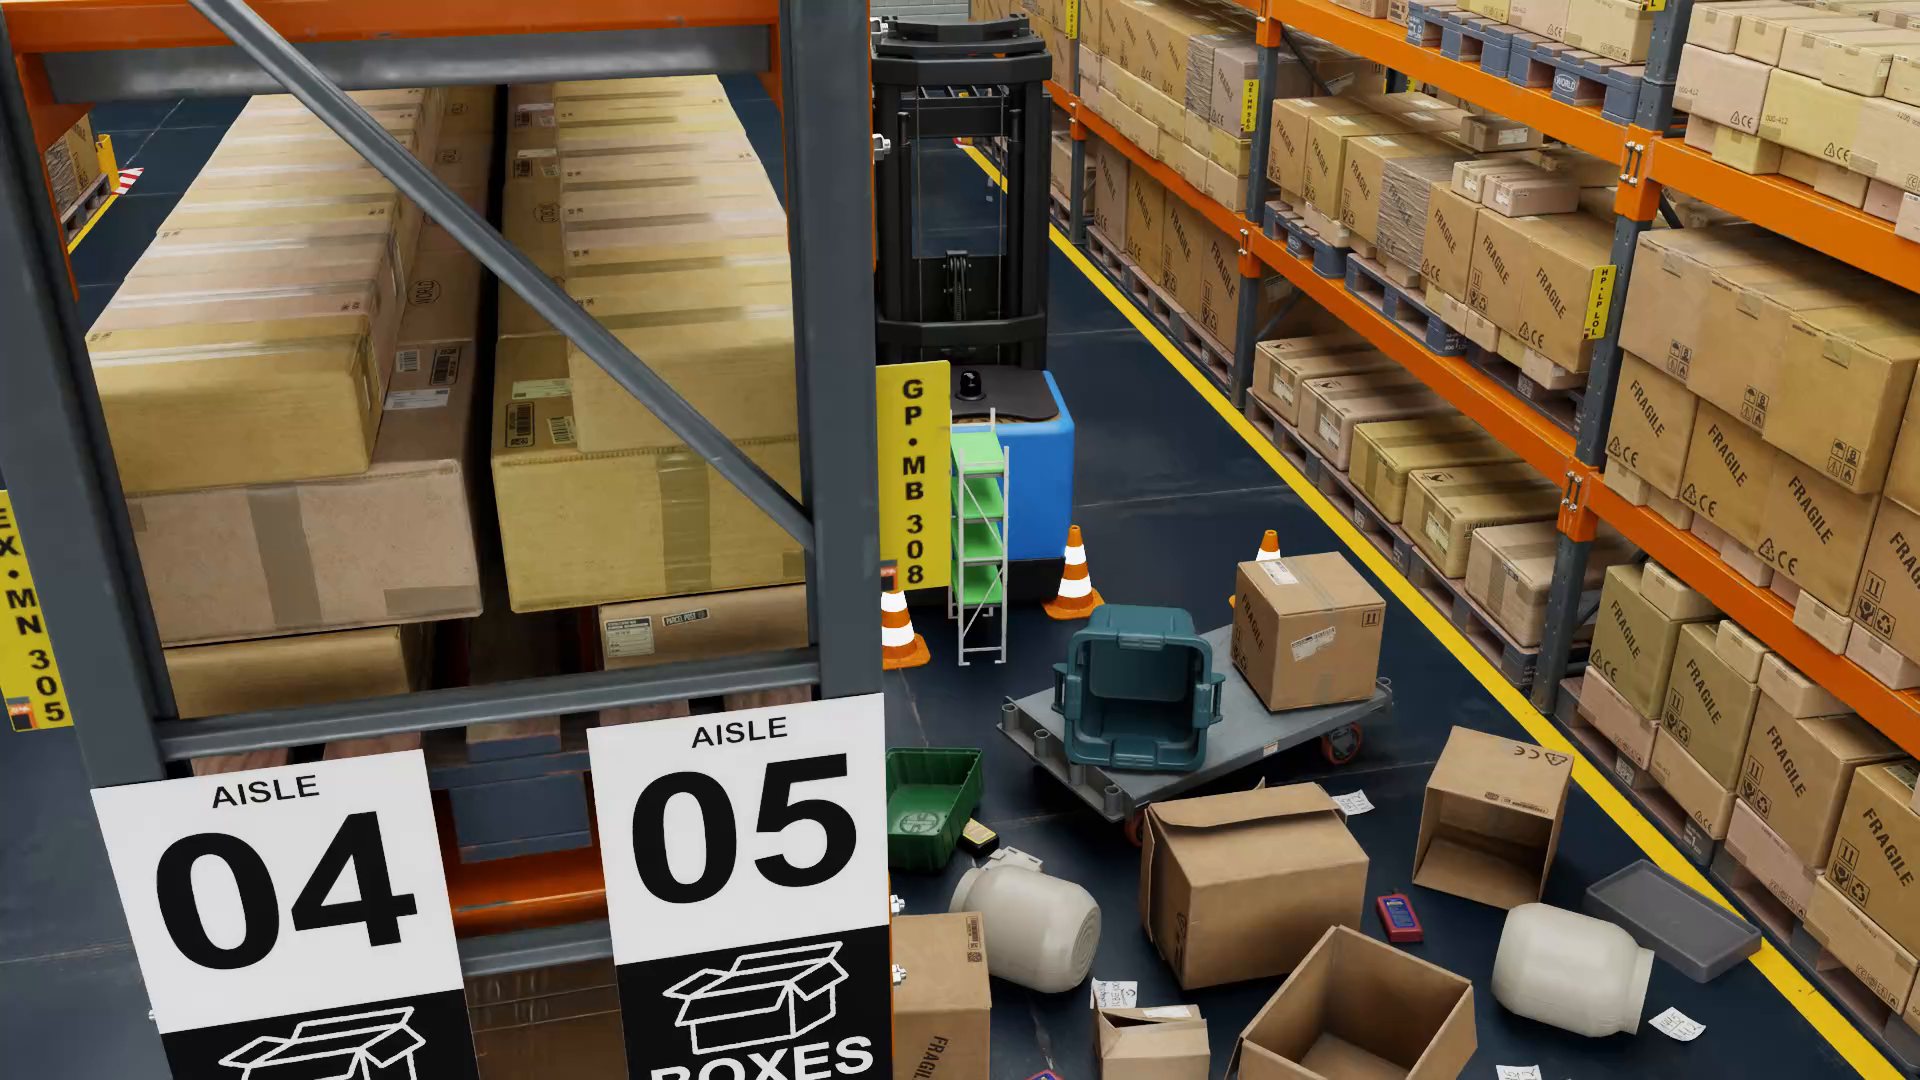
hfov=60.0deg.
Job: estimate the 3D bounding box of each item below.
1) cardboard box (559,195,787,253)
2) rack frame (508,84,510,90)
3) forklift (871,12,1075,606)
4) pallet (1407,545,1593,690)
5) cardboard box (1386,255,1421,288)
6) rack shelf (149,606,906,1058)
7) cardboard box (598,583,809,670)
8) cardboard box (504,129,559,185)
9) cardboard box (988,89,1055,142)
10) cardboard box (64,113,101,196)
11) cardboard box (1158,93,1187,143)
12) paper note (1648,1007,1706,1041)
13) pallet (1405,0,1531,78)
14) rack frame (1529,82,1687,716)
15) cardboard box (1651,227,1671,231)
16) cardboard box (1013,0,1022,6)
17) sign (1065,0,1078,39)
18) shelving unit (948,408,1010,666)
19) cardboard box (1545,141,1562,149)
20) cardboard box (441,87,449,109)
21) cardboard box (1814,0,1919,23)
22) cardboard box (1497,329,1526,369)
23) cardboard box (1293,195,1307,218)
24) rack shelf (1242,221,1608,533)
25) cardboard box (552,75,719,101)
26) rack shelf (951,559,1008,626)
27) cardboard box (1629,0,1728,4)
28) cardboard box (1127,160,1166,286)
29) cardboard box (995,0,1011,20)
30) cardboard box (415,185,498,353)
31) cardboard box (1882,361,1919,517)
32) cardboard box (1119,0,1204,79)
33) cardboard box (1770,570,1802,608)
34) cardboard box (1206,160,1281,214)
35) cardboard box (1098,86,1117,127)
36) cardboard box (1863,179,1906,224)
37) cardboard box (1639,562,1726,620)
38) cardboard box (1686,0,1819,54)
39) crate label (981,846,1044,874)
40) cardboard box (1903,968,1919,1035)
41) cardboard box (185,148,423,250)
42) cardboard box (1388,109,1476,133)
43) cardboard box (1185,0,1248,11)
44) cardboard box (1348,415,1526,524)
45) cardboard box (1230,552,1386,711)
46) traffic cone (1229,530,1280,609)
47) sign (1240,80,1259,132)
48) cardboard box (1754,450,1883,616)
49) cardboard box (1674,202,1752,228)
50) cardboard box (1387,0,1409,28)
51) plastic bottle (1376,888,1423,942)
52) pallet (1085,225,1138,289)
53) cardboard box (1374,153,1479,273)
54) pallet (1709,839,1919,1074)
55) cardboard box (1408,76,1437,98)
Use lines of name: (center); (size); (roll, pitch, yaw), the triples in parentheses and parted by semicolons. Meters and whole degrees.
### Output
cardboard box: (-0.483, -0.477, 2.854); (0.380, 0.149, 0.250); (-6, 27, -12)
rack frame: (-1.505, -2.695, 5.103); (1.000, 3.000, 0.127); (-6, 27, -12)
forklift: (-0.071, -1.588, 9.643); (1.130, 2.935, 3.031); (-3, 27, -6)
pallet: (3.118, 0.339, 8.843); (1.003, 0.211, 1.213); (-6, 27, -12)
cardboard box: (2.602, -1.519, 9.244); (0.380, 0.149, 0.250); (-5, 27, -10)
rack shelf: (-1.055, -0.157, 4.201); (1.077, 0.370, 4.000); (-6, 27, -12)
cardboard box: (-0.369, 0.097, 2.602); (0.380, 0.149, 0.250); (-6, 27, -11)
cardboard box: (-0.805, -0.800, 3.937); (0.500, 0.250, 0.500); (-6, 27, -12)
cardboard box: (0.836, -4.596, 17.904); (0.875, 0.438, 0.875); (-7, 28, -13)
cardboard box: (-8.843, -3.792, 15.825); (0.875, 0.875, 0.875); (-6, 27, -12)
cardboard box: (1.782, -3.110, 12.195); (0.500, 0.250, 0.500); (-7, 28, -13)
paper note: (2.660, 1.794, 6.162); (0.142, 0.019, 0.148); (-16, 31, -29)
pallet: (3.022, -2.556, 8.365); (1.213, 0.211, 1.003); (-6, 27, -12)
rack frame: (3.295, -0.564, 7.538); (1.000, 3.000, 0.127); (-6, 27, -12)
cardboard box: (3.468, -1.164, 7.820); (0.500, 0.500, 0.500); (-5, 27, -10)
cardboard box: (0.781, -5.413, 15.925); (0.500, 0.500, 0.500); (-6, 27, -11)
sign: (0.951, -4.441, 14.170); (0.100, 0.325, 0.005); (-6, 27, -12)
shelving unit: (0.085, -0.014, 8.446); (0.258, 1.200, 0.503); (-3, 27, -6)
cardboard box: (5.835, -3.920, 16.756); (0.396, 0.266, 0.258); (-5, 27, -10)
cardboard box: (-1.523, -1.190, 4.267); (0.380, 0.149, 0.250); (-6, 27, -11)
cardboard box: (3.579, -2.030, 6.508); (0.380, 0.149, 0.250); (-5, 27, -11)
cardboard box: (2.867, -0.955, 8.125); (0.380, 0.149, 0.250); (-7, 28, -13)
cardboard box: (2.316, -2.106, 10.407); (0.380, 0.149, 0.250); (-8, 28, -15)
rack shelf: (2.844, -1.121, 9.440); (1.077, 0.370, 4.000); (-6, 27, -12)
cardboard box: (-0.770, -1.037, 3.964); (0.380, 0.149, 0.250); (-6, 27, -11)
rack shelf: (0.085, 0.257, 8.583); (0.258, 0.148, 0.480); (-3, 27, -6)
cardboard box: (3.040, -2.488, 7.167); (0.500, 0.250, 0.500); (-5, 27, -10)
cardboard box: (1.920, -2.655, 13.573); (0.875, 0.875, 0.875); (-5, 27, -10)
cardboard box: (0.657, -5.192, 16.597); (0.500, 0.500, 0.500); (-6, 27, -12)
cardboard box: (-1.211, -0.525, 3.391); (0.500, 0.250, 0.500); (-6, 27, -12)
cardboard box: (3.569, -0.303, 5.471); (0.700, 0.500, 0.500); (-6, 27, -12)
cardboard box: (1.563, -3.904, 12.934); (0.500, 0.500, 0.500); (-7, 28, -13)
cardboard box: (3.362, 0.164, 6.374); (0.380, 0.149, 0.250); (-6, 27, -12)
cardboard box: (2.026, -2.449, 11.439); (0.500, 0.250, 0.500); (-7, 28, -13)
cardboard box: (1.452, -3.562, 13.645); (0.500, 0.250, 0.500); (-7, 28, -13)
cardboard box: (3.361, -1.179, 5.706); (0.380, 0.149, 0.250); (-7, 28, -13)
cardboard box: (3.134, 0.199, 7.060); (0.380, 0.149, 0.250); (-6, 27, -11)
cardboard box: (3.048, -1.975, 6.400); (0.380, 0.149, 0.250); (-6, 27, -13)
crate label: (0.206, 1.392, 6.840); (0.250, 0.136, 0.298); (19, 32, 32)
cardboard box: (3.643, 1.676, 5.685); (0.500, 0.250, 0.500); (-6, 27, -11)
cardboard box: (-1.238, -0.635, 3.167); (0.380, 0.149, 0.250); (-6, 27, -11)
cardboard box: (2.894, -2.288, 10.046); (0.500, 0.500, 0.500); (-6, 27, -12)
cardboard box: (2.056, -3.945, 13.017); (0.500, 0.500, 0.500); (-5, 27, -10)
cardboard box: (2.850, -0.429, 9.720); (0.950, 0.372, 0.625); (-5, 27, -10)
cardboard box: (1.567, 0.408, 7.547); (0.500, 0.500, 0.500); (-6, 27, -12)
traffic cone: (1.651, 0.166, 8.907); (0.336, 0.463, 0.334); (-6, 27, -12)
sign: (1.853, -2.779, 10.642); (0.100, 0.325, 0.005); (-6, 27, -12)
cardboard box: (3.358, -0.080, 6.139); (0.500, 0.500, 0.500); (-6, 27, -12)
cardboard box: (3.533, -1.461, 7.688); (0.380, 0.149, 0.250); (-6, 27, -12)
cardboard box: (2.765, -3.038, 8.997); (0.797, 0.503, 0.637); (-6, 27, -12)
plastic bottle: (1.758, 1.505, 6.701); (0.133, 0.061, 0.283); (-1, 27, -3)
pallet: (1.739, -2.500, 14.469); (1.003, 0.211, 1.213); (-6, 27, -12)
cardboard box: (2.625, -1.783, 9.046); (0.500, 0.500, 0.500); (-7, 28, -14)
pallet: (3.759, 1.509, 6.526); (1.003, 0.211, 1.213); (-6, 27, -12)
cardboard box: (5.471, -5.132, 18.894); (0.797, 0.503, 0.637); (-7, 28, -14)
